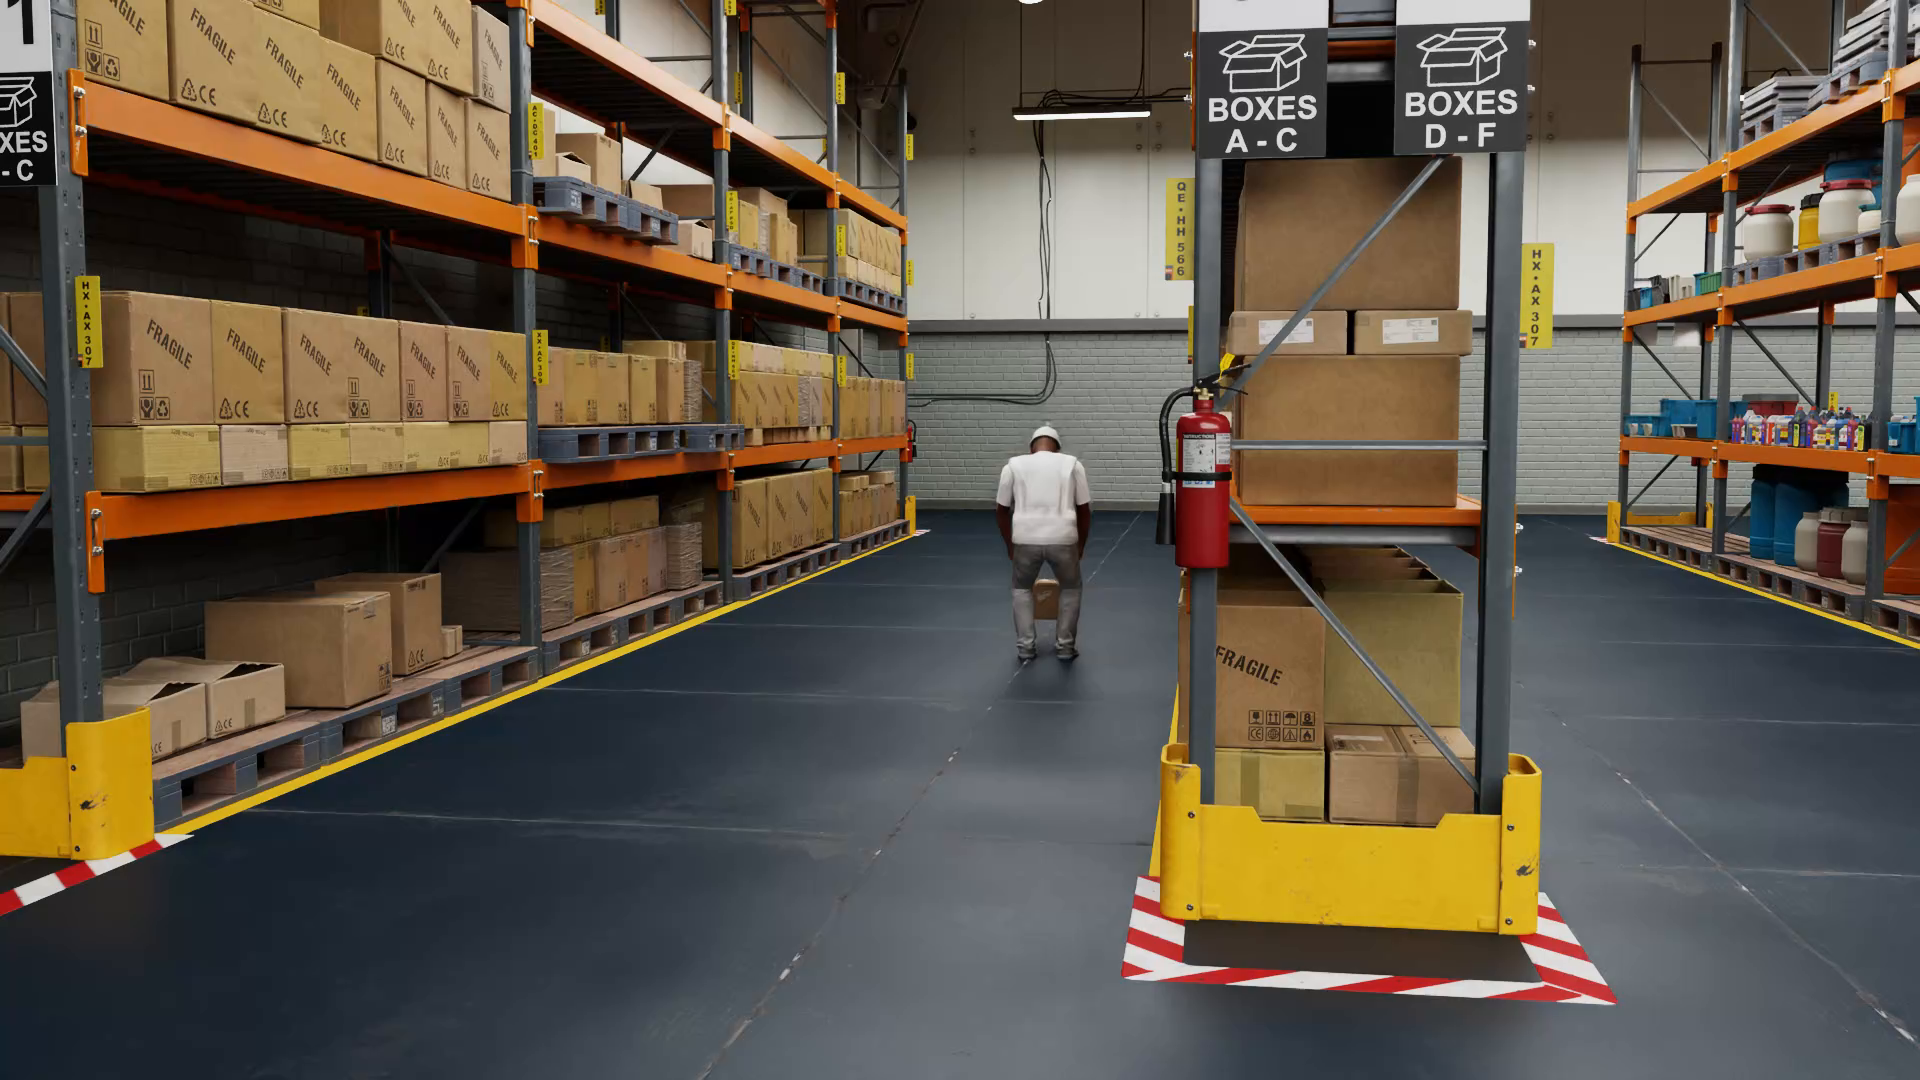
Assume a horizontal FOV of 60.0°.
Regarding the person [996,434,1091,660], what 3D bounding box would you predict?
[{"bbox_3d":[0.542,0.040,10.980,0.630,1.458,0.727,1,4,9],"label":"person"}]
